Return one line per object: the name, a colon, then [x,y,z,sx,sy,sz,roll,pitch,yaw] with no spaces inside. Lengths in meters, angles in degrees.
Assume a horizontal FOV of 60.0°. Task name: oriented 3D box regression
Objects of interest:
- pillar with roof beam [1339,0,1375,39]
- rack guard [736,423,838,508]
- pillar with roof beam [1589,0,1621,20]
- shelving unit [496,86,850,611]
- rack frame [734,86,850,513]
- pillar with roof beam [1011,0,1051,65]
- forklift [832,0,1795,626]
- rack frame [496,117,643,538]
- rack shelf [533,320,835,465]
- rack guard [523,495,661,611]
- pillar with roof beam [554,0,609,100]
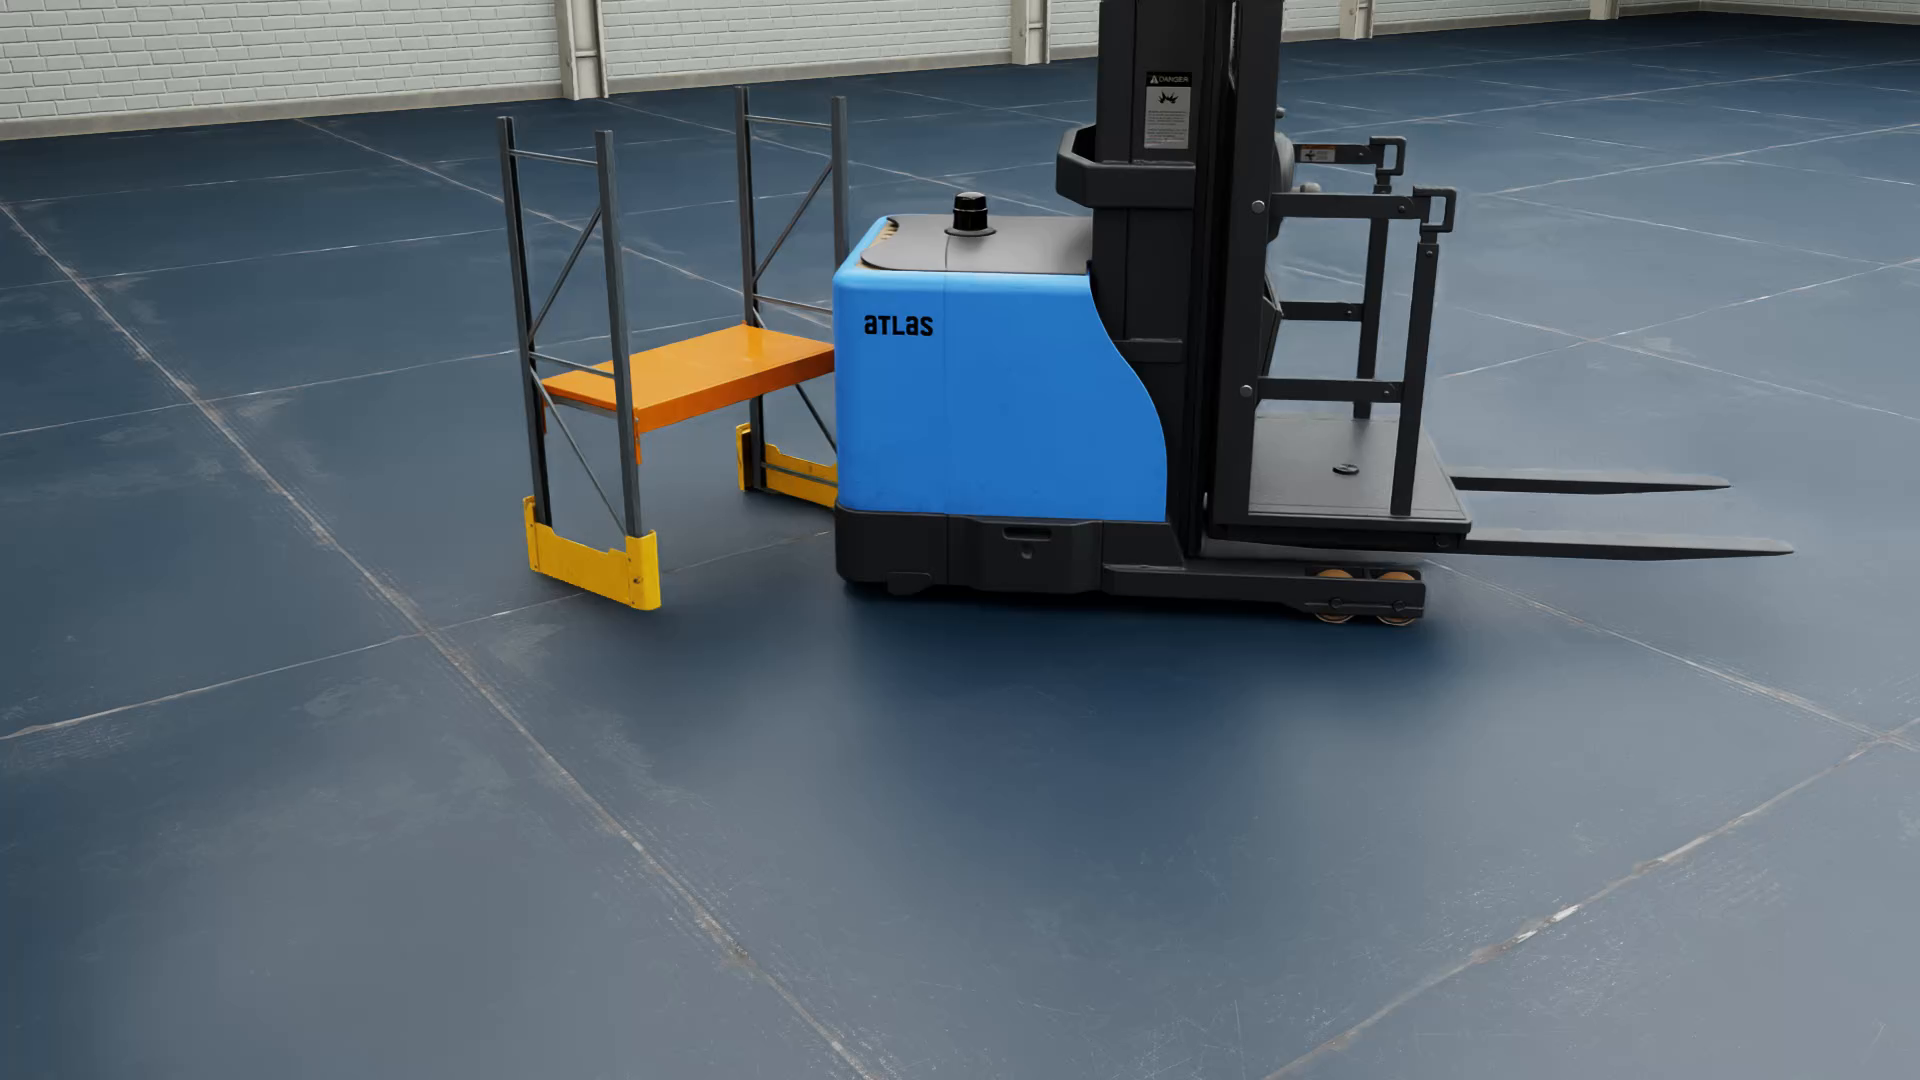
pillar with roof beam: [8.269,-10.197,19.309,0.400,9.000,9.100,-15,26,-33]
rack guard: [-0.600,-0.254,6.197,0.587,0.250,0.087,16,27,35]
pillar with roof beam: [13.139,-11.496,22.563,0.400,9.000,9.100,-15,26,-33]
shelving unit: [-0.907,-0.690,5.601,0.587,1.500,1.083,16,27,35]
rack frame: [-0.588,-0.841,5.979,0.500,1.500,0.032,16,27,35]
pillar with roof beam: [3.398,-8.898,16.054,0.400,9.000,9.100,-15,26,-33]
forklift: [1.144,-1.299,5.198,3.031,2.935,1.130,2,22,5]
rack frame: [-1.215,-0.544,5.236,0.500,1.500,0.032,16,27,35]
rack shelf: [-0.901,-0.525,5.674,0.538,0.185,1.000,16,27,35]
rack guard: [-1.214,0.036,5.468,0.587,0.250,0.087,16,27,35]
pillar with roof beam: [-1.472,-7.600,12.799,0.400,9.000,9.100,-15,26,-33]
